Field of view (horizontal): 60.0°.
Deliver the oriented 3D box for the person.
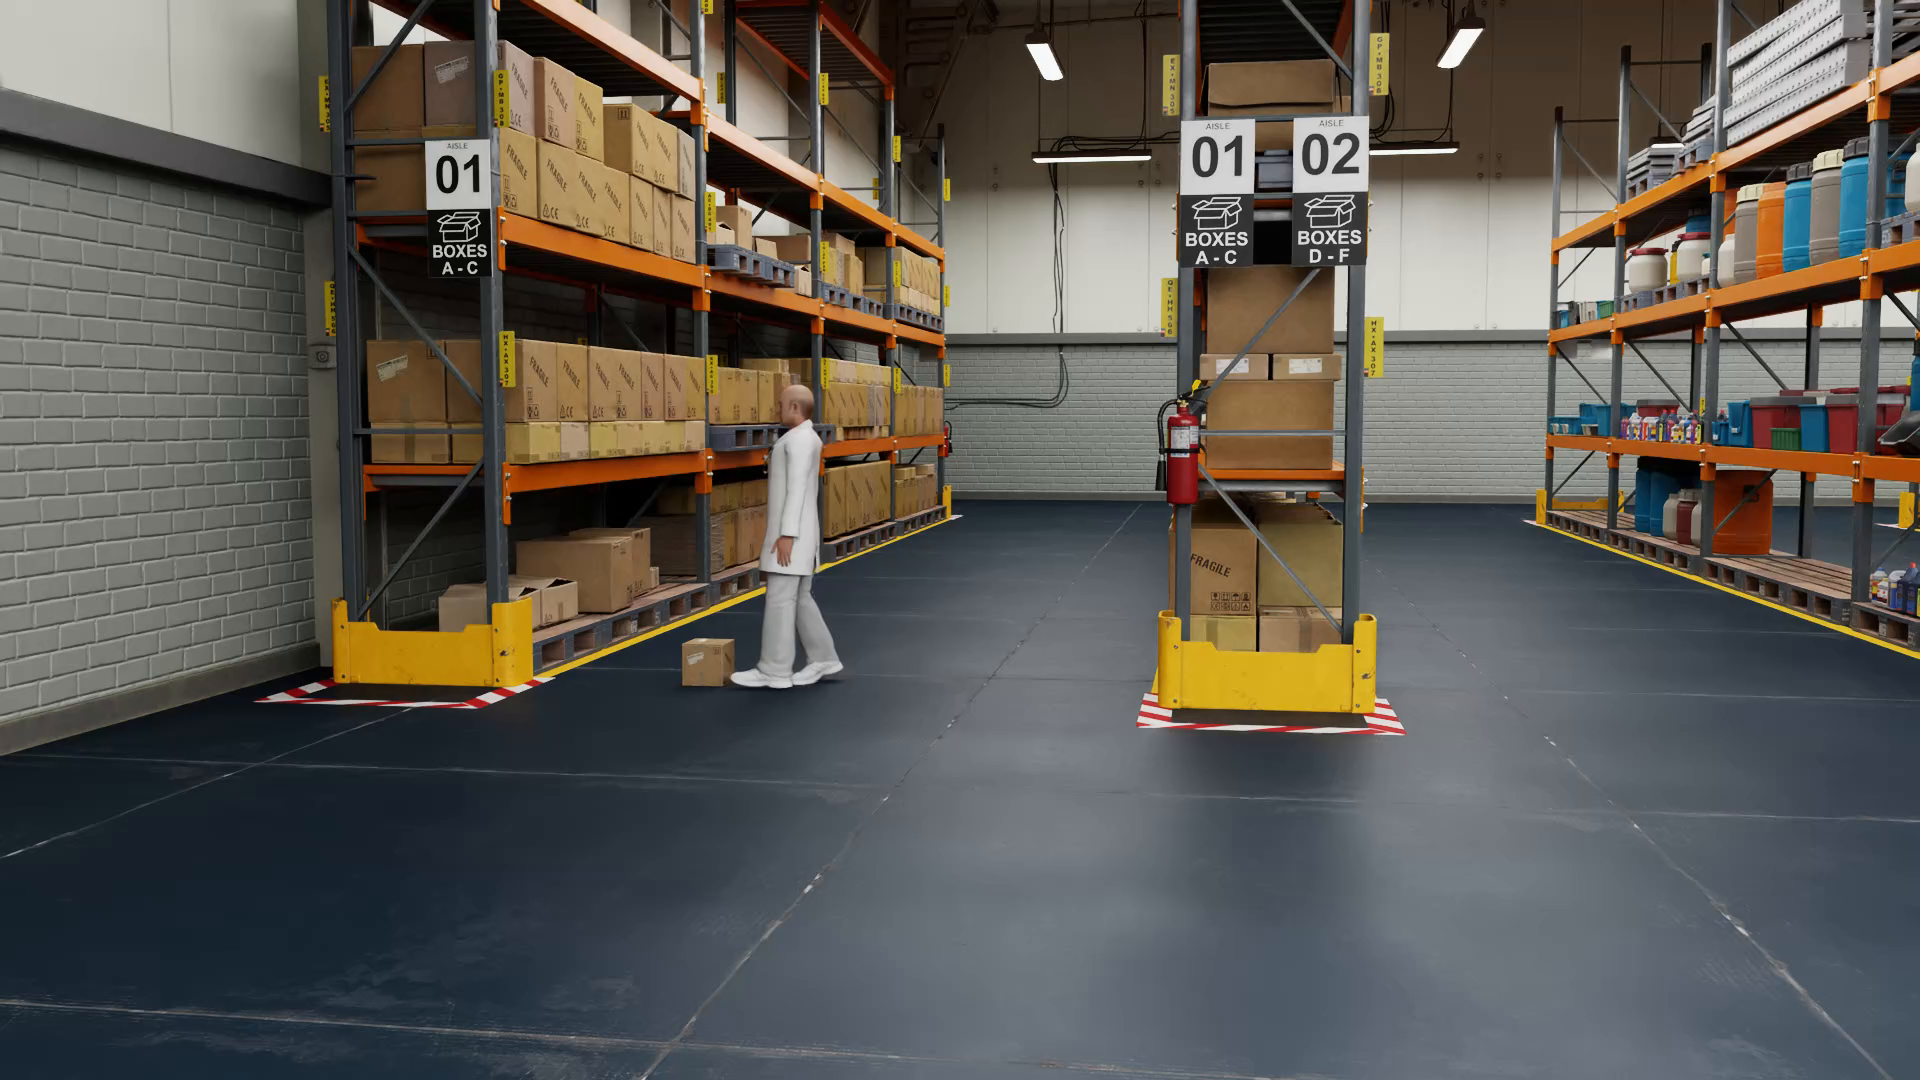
[{"bbox_3d":[-1.034,-0.017,9.834,0.633,1.795,0.618,0,4,2],"label":"person"}]
